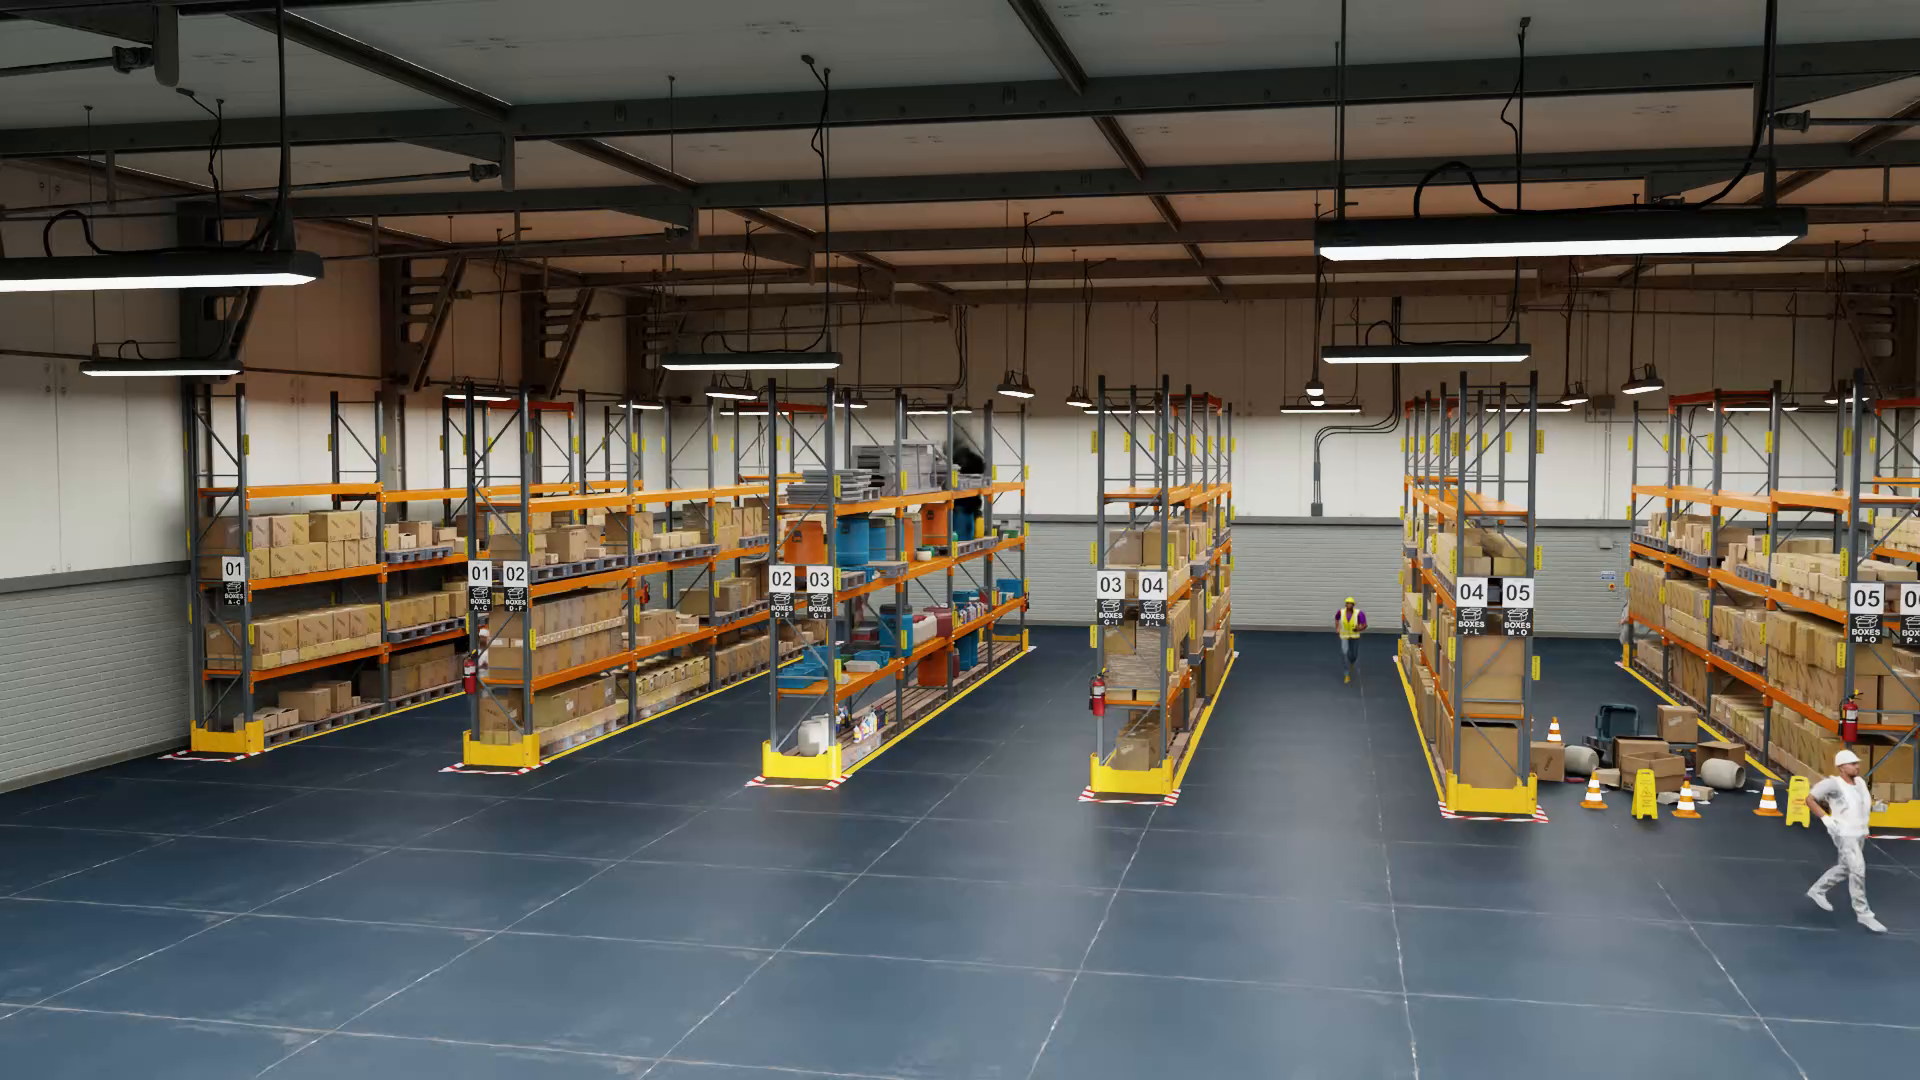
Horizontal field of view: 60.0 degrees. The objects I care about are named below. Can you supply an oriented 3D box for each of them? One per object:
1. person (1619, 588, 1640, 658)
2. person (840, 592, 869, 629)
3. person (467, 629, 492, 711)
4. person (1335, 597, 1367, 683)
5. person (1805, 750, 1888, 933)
[{"bbox_3d":[15.648,1.943,38.727,0.573,1.692,0.707,2,4,33],"label":"person"},{"bbox_3d":[-2.443,1.690,37.921,0.698,1.840,0.894,0,3,4],"label":"person"},{"bbox_3d":[-8.400,2.462,29.155,0.675,1.805,0.689,0,3,6],"label":"person"},{"bbox_3d":[8.335,2.110,35.442,0.652,1.793,1.104,1,3,9],"label":"person"},{"bbox_3d":[9.264,3.085,17.329,0.678,1.790,0.918,-2,4,-32],"label":"person"}]
